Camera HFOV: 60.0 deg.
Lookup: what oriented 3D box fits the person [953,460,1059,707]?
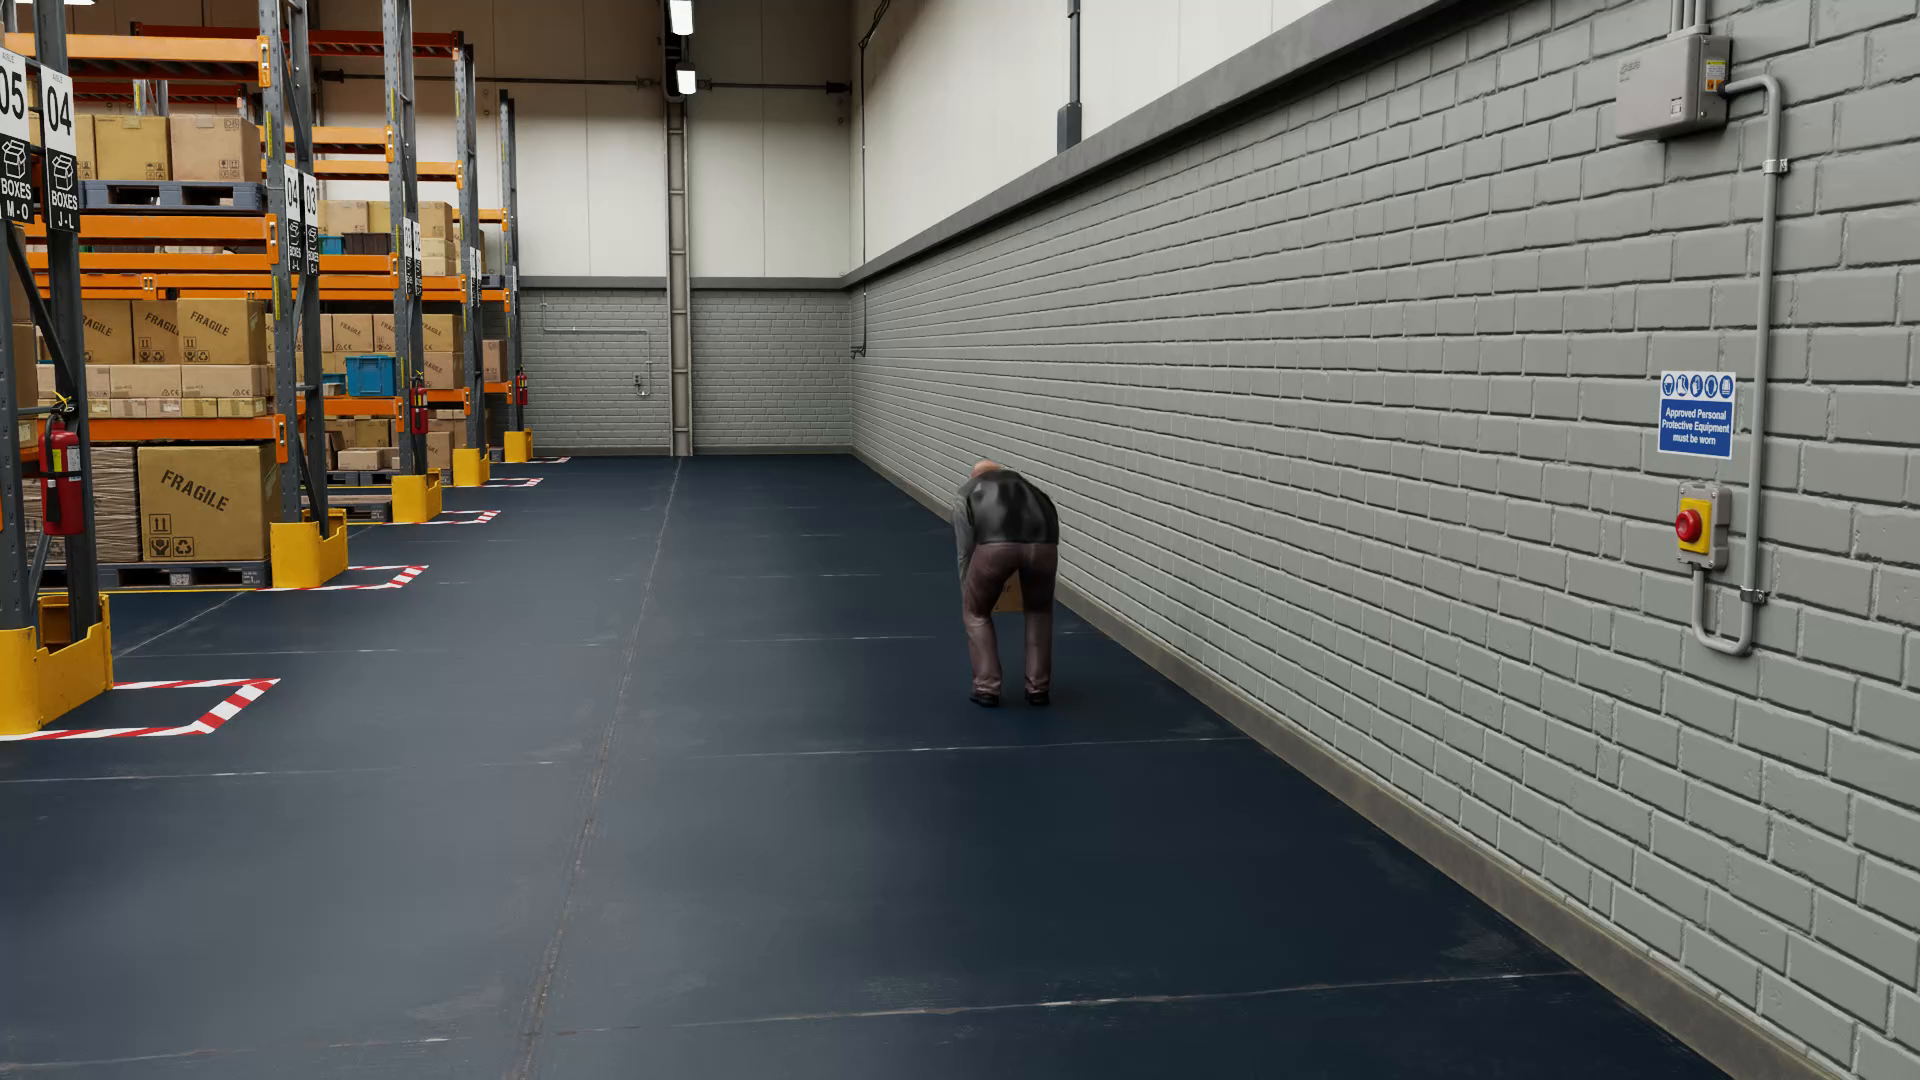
[{"bbox_3d":[0.227,0.215,8.721,0.478,1.208,0.926,-1,7,-11],"label":"person"}]
